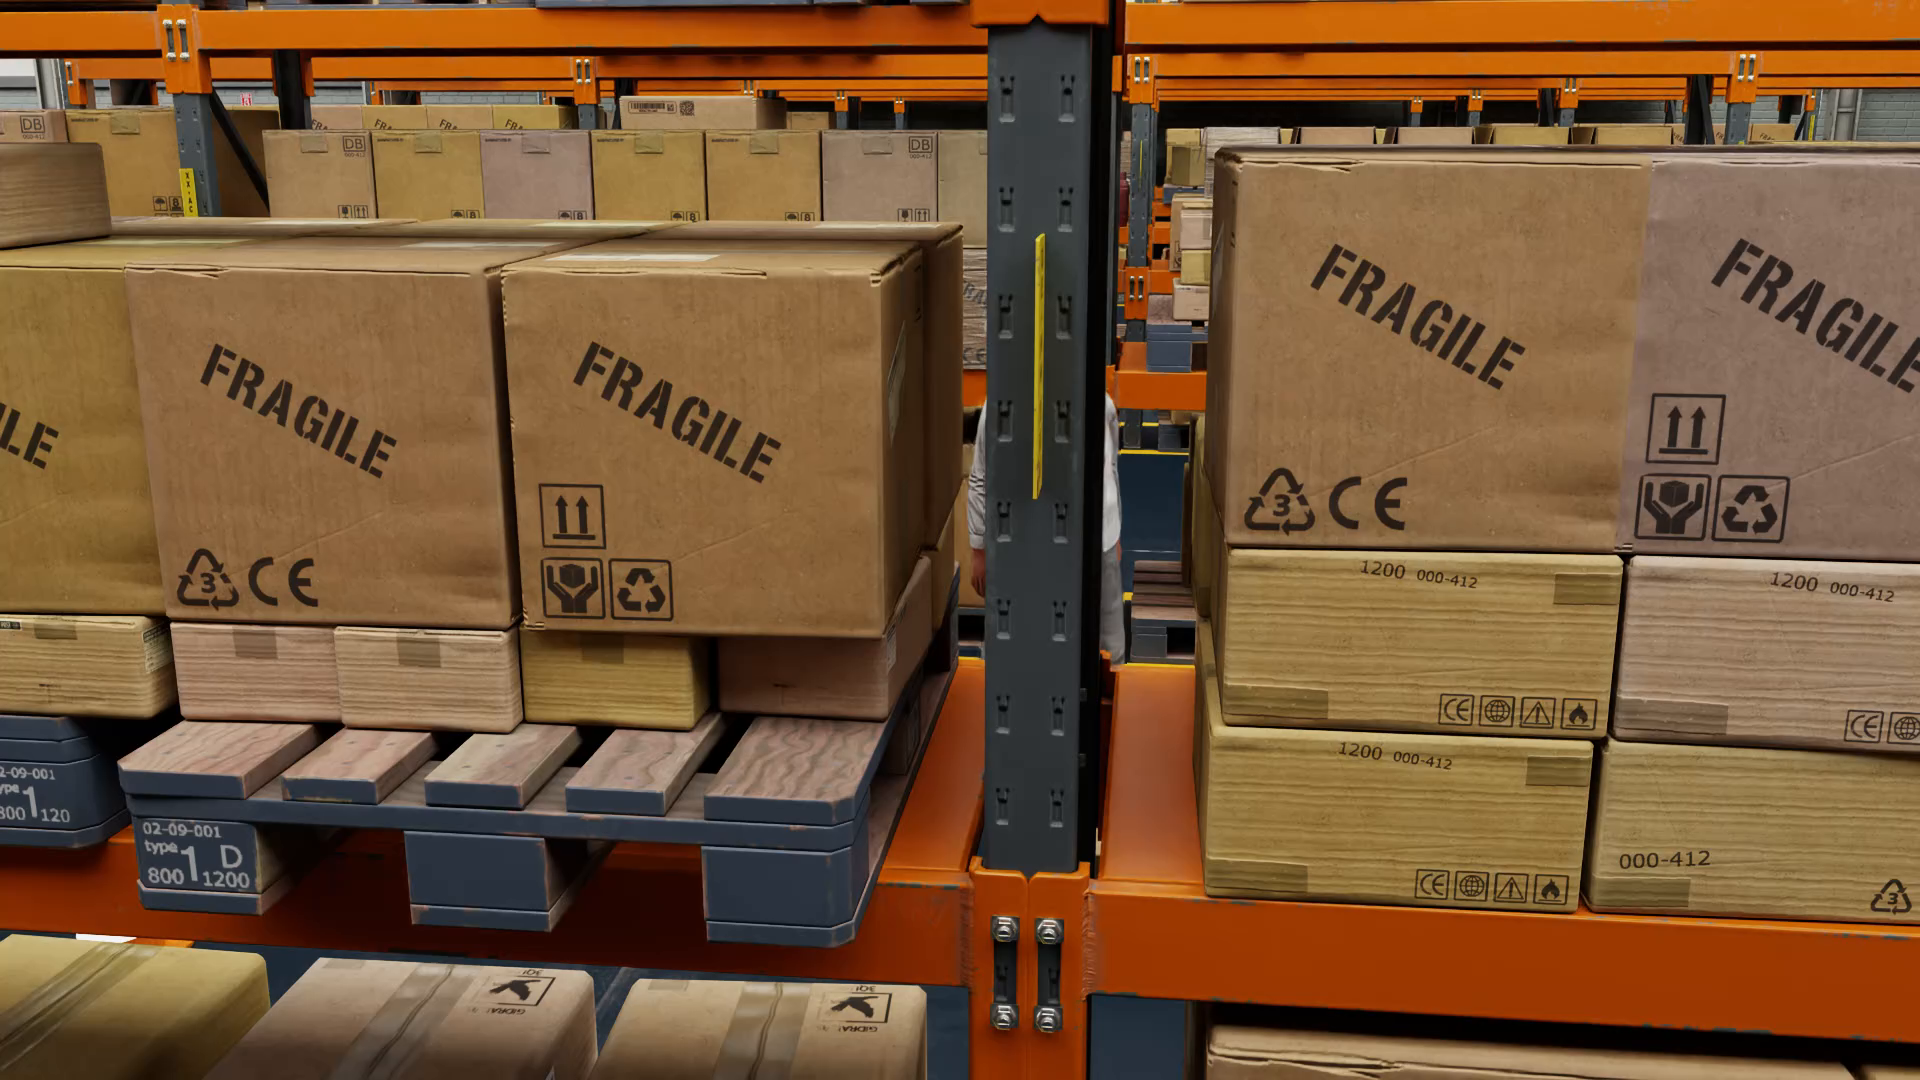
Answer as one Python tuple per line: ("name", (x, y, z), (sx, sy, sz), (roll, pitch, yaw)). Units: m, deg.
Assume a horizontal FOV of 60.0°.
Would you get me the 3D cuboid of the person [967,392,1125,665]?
("person", (0.299, 0.021, 5.885), (0.673, 1.759, 0.676), (-4, 15, -16))
